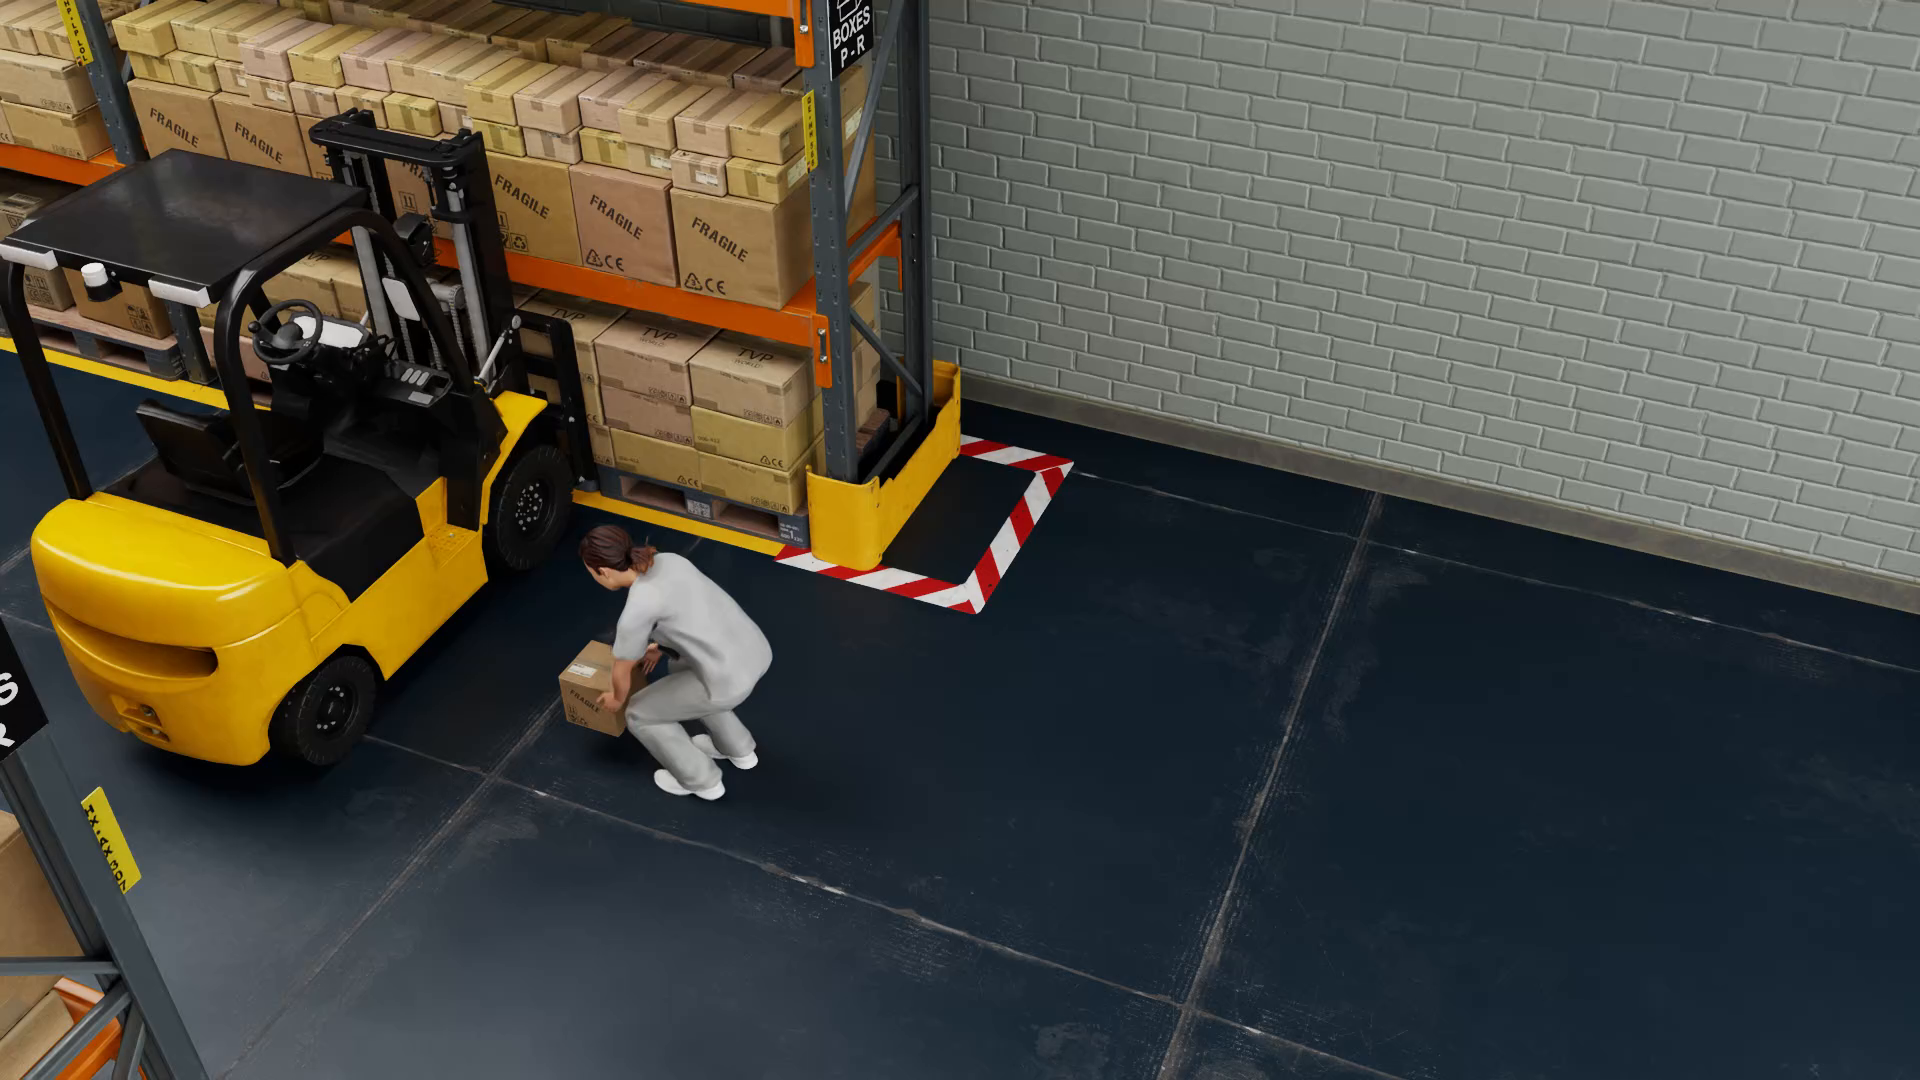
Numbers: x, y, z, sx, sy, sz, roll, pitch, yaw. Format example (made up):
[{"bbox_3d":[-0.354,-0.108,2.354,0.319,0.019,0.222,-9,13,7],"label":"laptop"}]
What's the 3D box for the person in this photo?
[{"bbox_3d":[-1.107,0.495,6.553,0.716,1.221,0.496,14,40,18],"label":"person"}]
